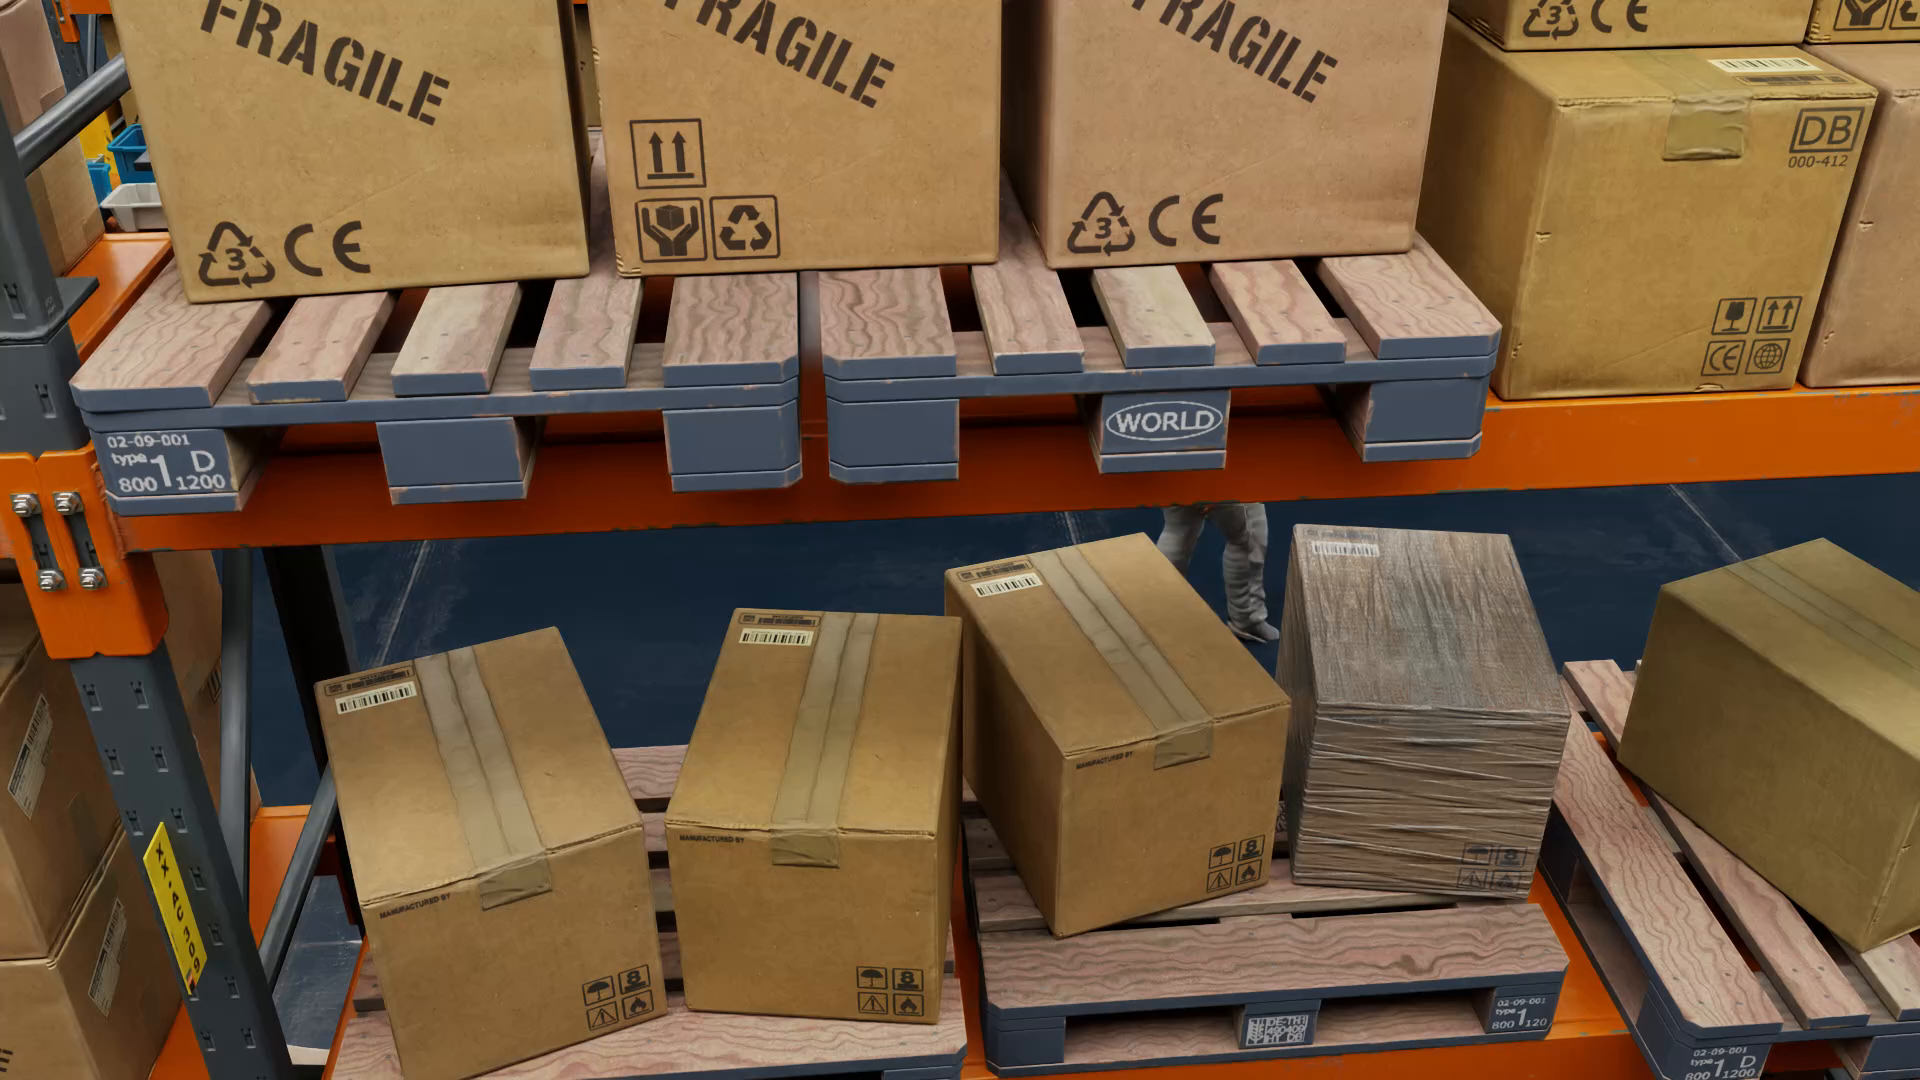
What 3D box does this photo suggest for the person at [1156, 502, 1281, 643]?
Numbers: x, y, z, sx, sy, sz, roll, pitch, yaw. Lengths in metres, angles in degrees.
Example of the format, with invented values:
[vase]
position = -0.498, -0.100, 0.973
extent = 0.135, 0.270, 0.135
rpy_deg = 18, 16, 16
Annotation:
[person]
position = 1.057, -0.317, 6.693
extent = 0.586, 1.729, 0.486
rpy_deg = -14, 34, -22
